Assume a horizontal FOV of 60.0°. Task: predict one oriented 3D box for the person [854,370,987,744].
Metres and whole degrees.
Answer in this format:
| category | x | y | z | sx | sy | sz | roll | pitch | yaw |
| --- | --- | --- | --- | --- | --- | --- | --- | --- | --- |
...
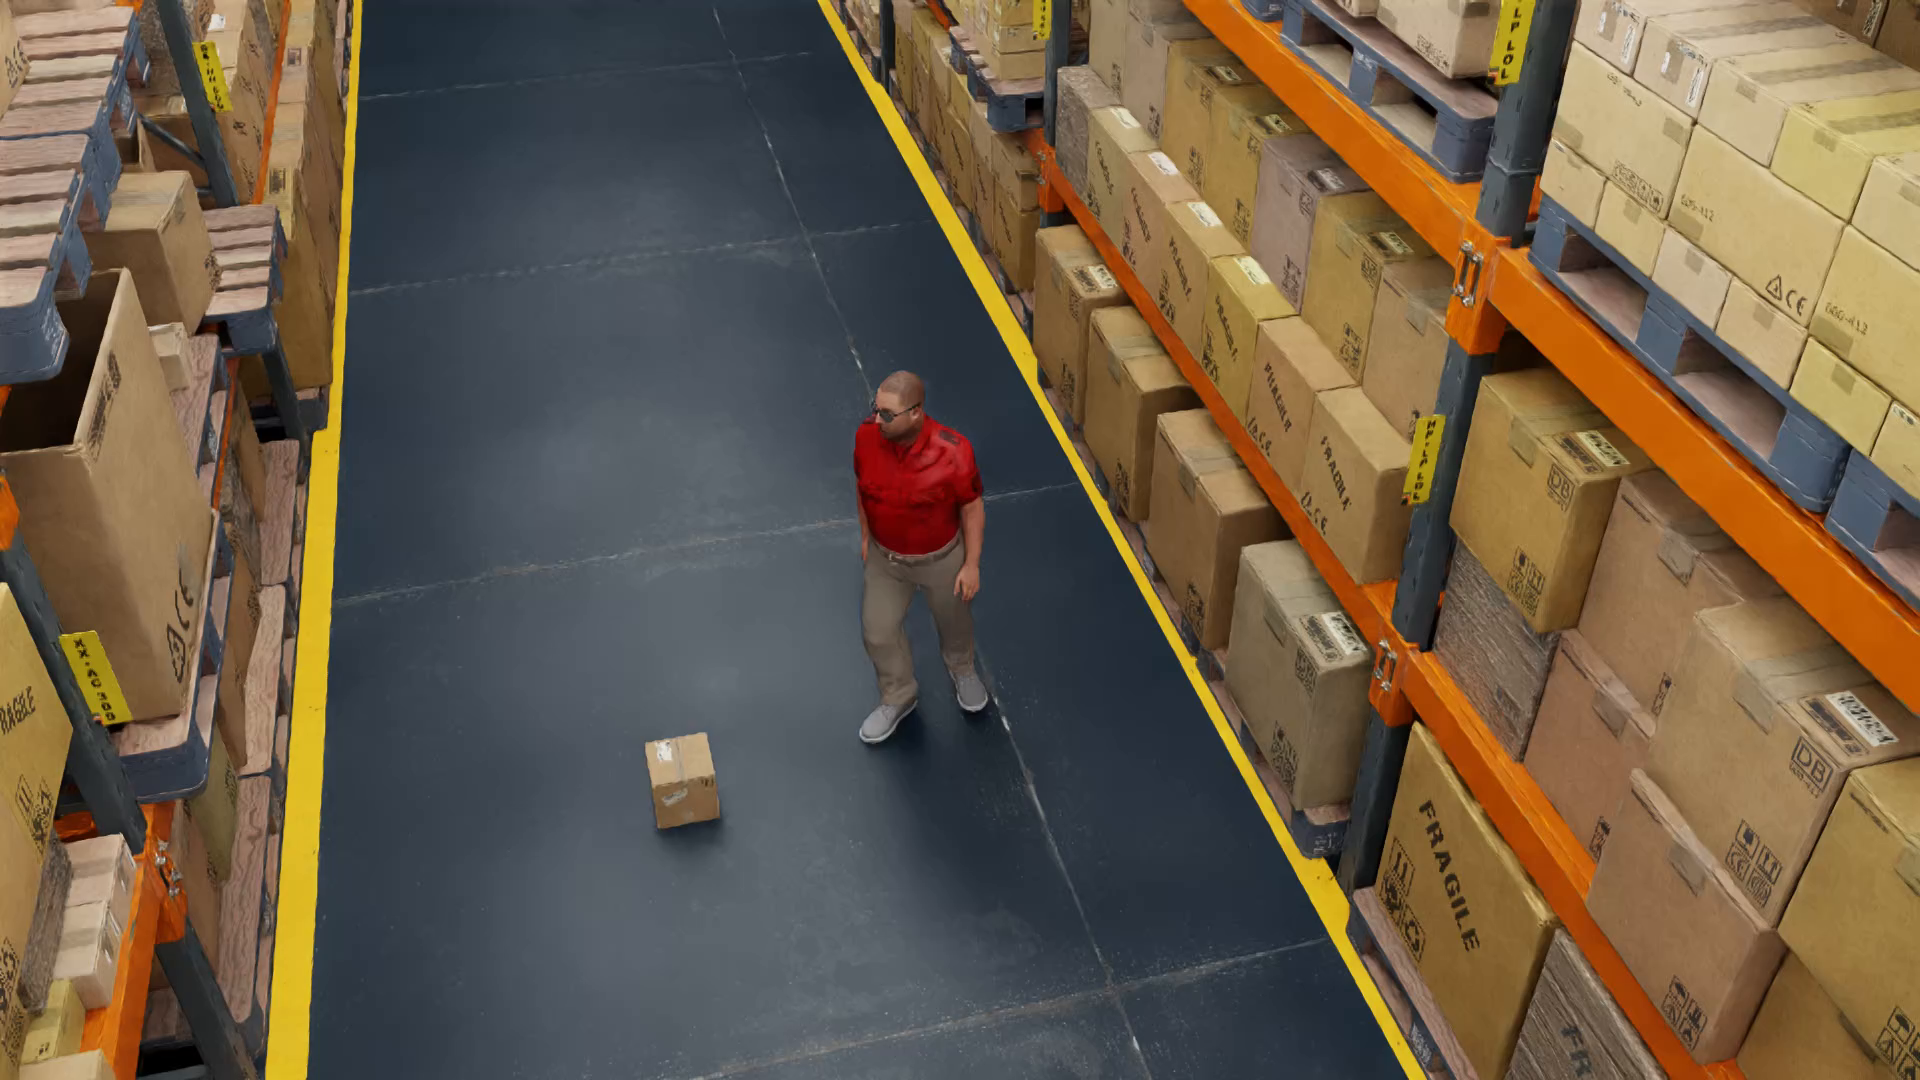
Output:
| category | x | y | z | sx | sy | sz | roll | pitch | yaw |
| --- | --- | --- | --- | --- | --- | --- | --- | --- | --- |
| person | -0.166 | 0.045 | 6.673 | 0.557 | 1.719 | 0.592 | 13 | 40 | 16 |
